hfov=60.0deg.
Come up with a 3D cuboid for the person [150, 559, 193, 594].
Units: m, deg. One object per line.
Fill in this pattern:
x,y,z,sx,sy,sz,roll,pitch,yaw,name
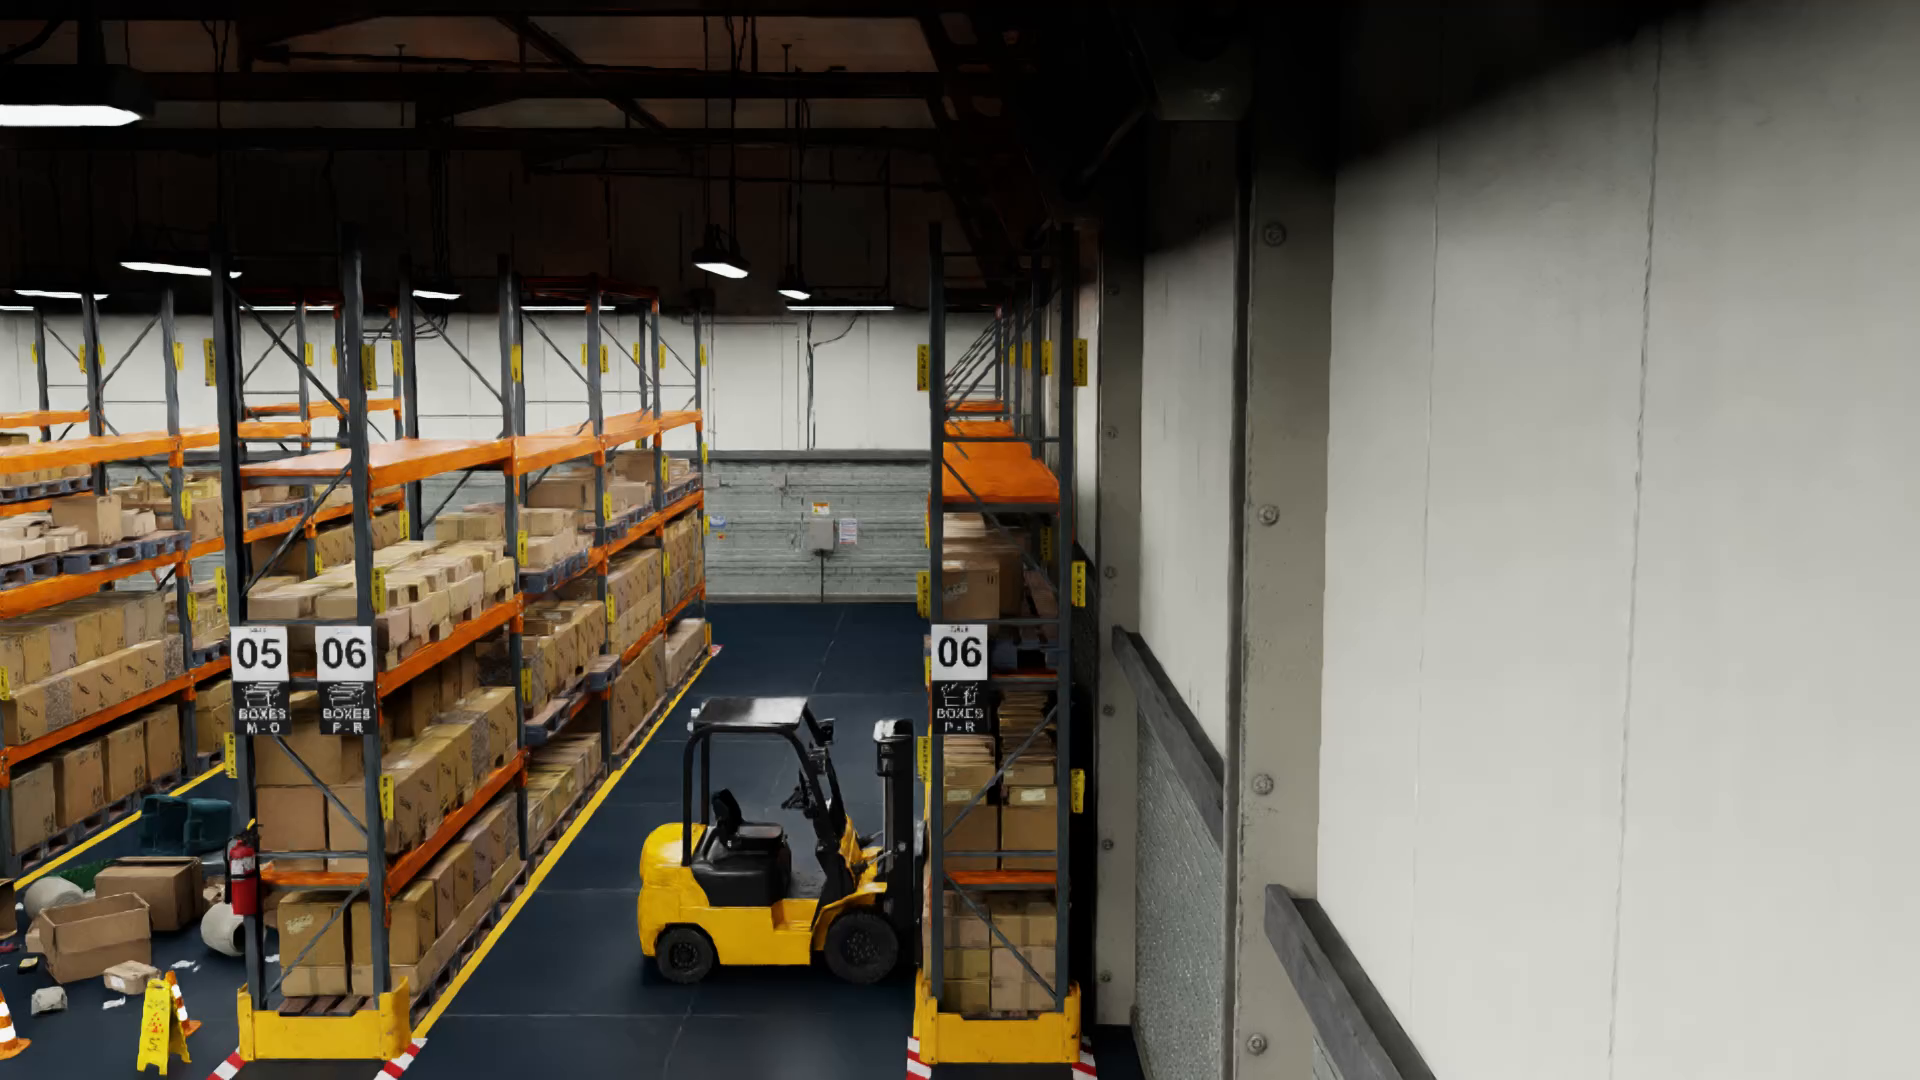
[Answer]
-14.448,0.758,30.486,0.709,1.701,0.797,-2,7,-20,person
